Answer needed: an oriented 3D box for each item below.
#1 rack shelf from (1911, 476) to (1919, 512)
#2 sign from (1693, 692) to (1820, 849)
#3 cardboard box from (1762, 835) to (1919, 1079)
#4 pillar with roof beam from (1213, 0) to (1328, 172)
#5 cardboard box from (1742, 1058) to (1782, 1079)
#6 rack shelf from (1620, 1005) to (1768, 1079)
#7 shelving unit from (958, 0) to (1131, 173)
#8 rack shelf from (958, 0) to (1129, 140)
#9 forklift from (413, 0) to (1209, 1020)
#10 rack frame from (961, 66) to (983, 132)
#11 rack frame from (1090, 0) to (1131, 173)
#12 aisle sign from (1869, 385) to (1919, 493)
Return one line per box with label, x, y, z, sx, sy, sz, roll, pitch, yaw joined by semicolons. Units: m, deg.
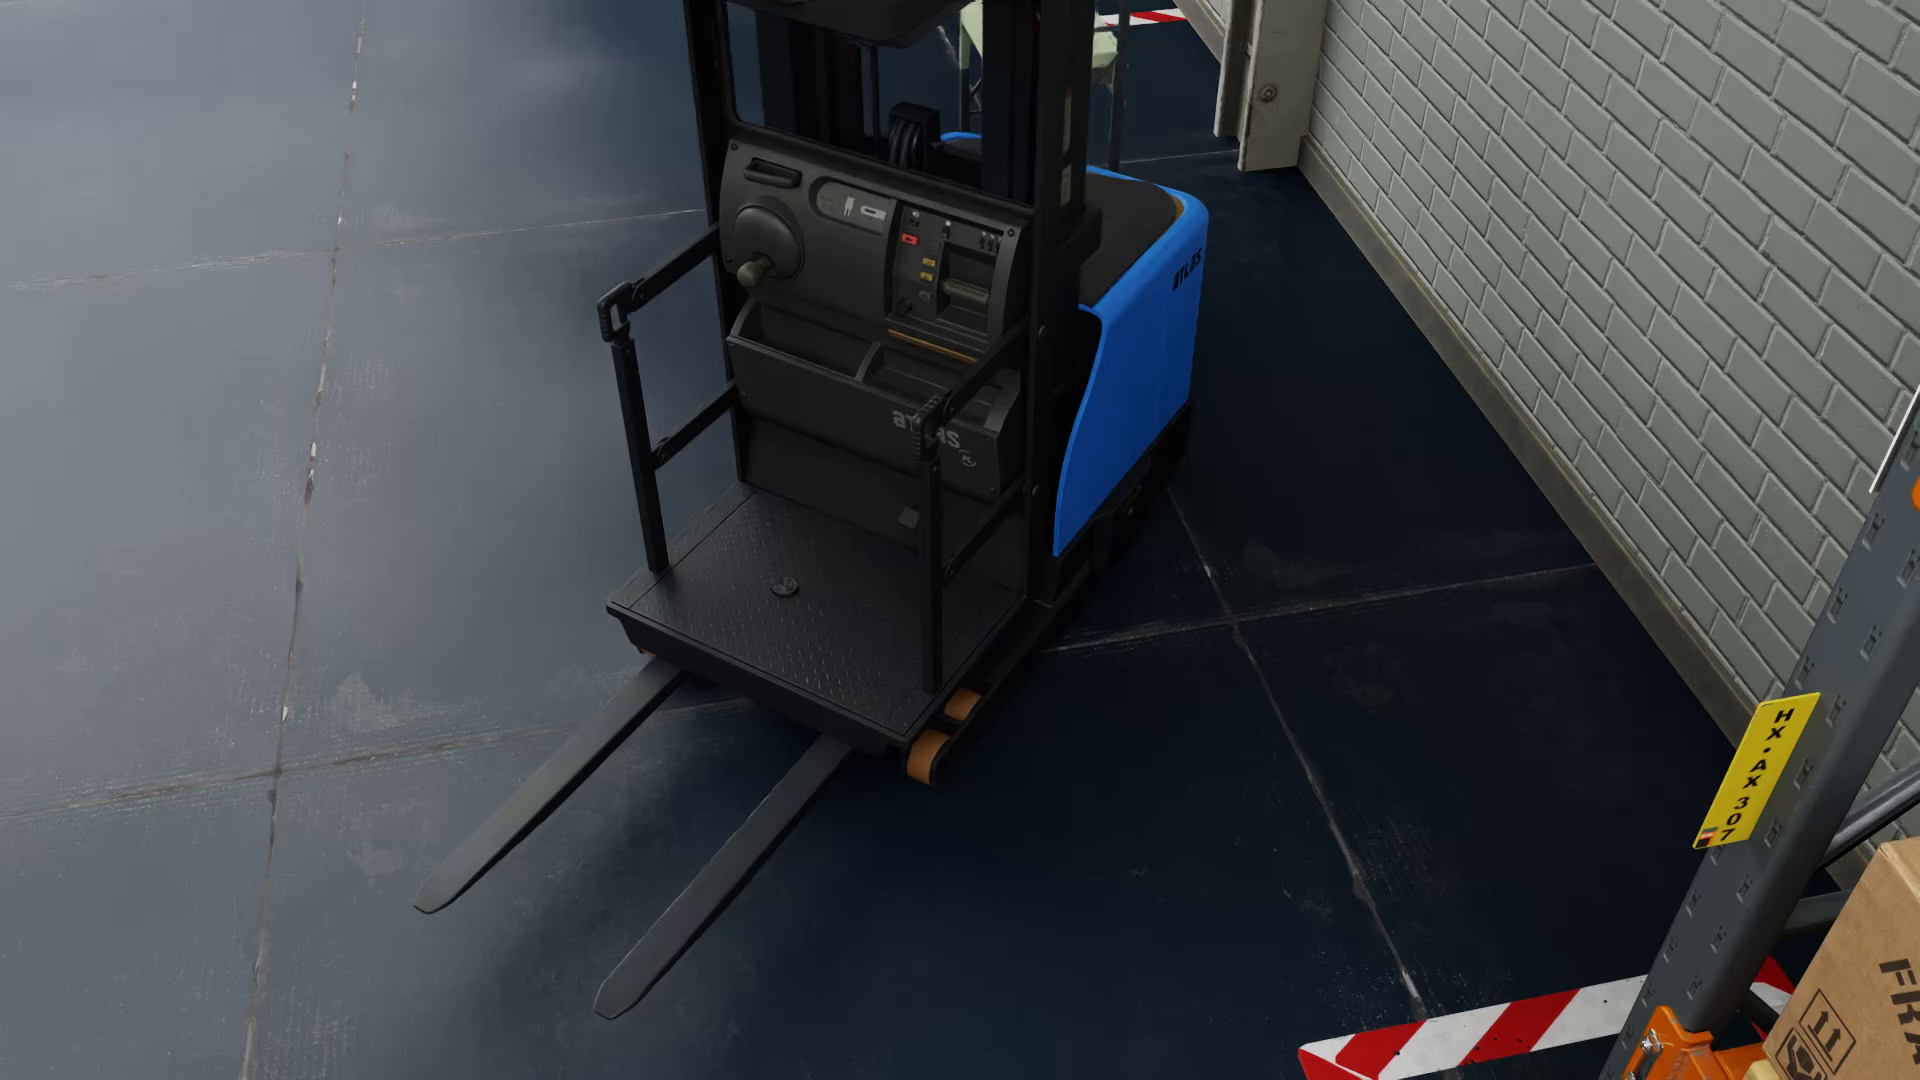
rack shelf;2.134;1.034;0.608;1.077;0.370;4.000;-8;42;-9
sign;1.173;0.344;2.450;0.100;0.325;0.005;-8;42;-9
cardboard box;1.512;0.711;2.223;0.500;0.500;0.500;-8;42;-9
pillar with roof beam;-2.800;-4.596;4.149;9.100;9.000;0.400;-8;42;-9
cardboard box;1.498;1.001;2.461;0.500;0.250;0.500;-9;42;-11
rack shelf;2.134;2.156;1.604;1.077;0.370;4.000;-8;42;-9
shelving unit;0.286;-1.450;6.254;0.431;1.500;0.755;-9;42;-10
rack shelf;0.286;-1.742;5.995;0.431;0.370;0.720;-9;42;-10
forklift;-0.366;-0.725;4.359;1.130;2.935;3.031;22;46;23
rack frame;0.200;-1.686;6.520;0.400;1.500;0.023;-9;42;-10
rack frame;0.372;-1.214;5.988;0.400;1.500;0.023;-9;42;-10
aisle sign;1.394;-0.386;1.967;0.394;0.787;0.004;-8;42;-9
